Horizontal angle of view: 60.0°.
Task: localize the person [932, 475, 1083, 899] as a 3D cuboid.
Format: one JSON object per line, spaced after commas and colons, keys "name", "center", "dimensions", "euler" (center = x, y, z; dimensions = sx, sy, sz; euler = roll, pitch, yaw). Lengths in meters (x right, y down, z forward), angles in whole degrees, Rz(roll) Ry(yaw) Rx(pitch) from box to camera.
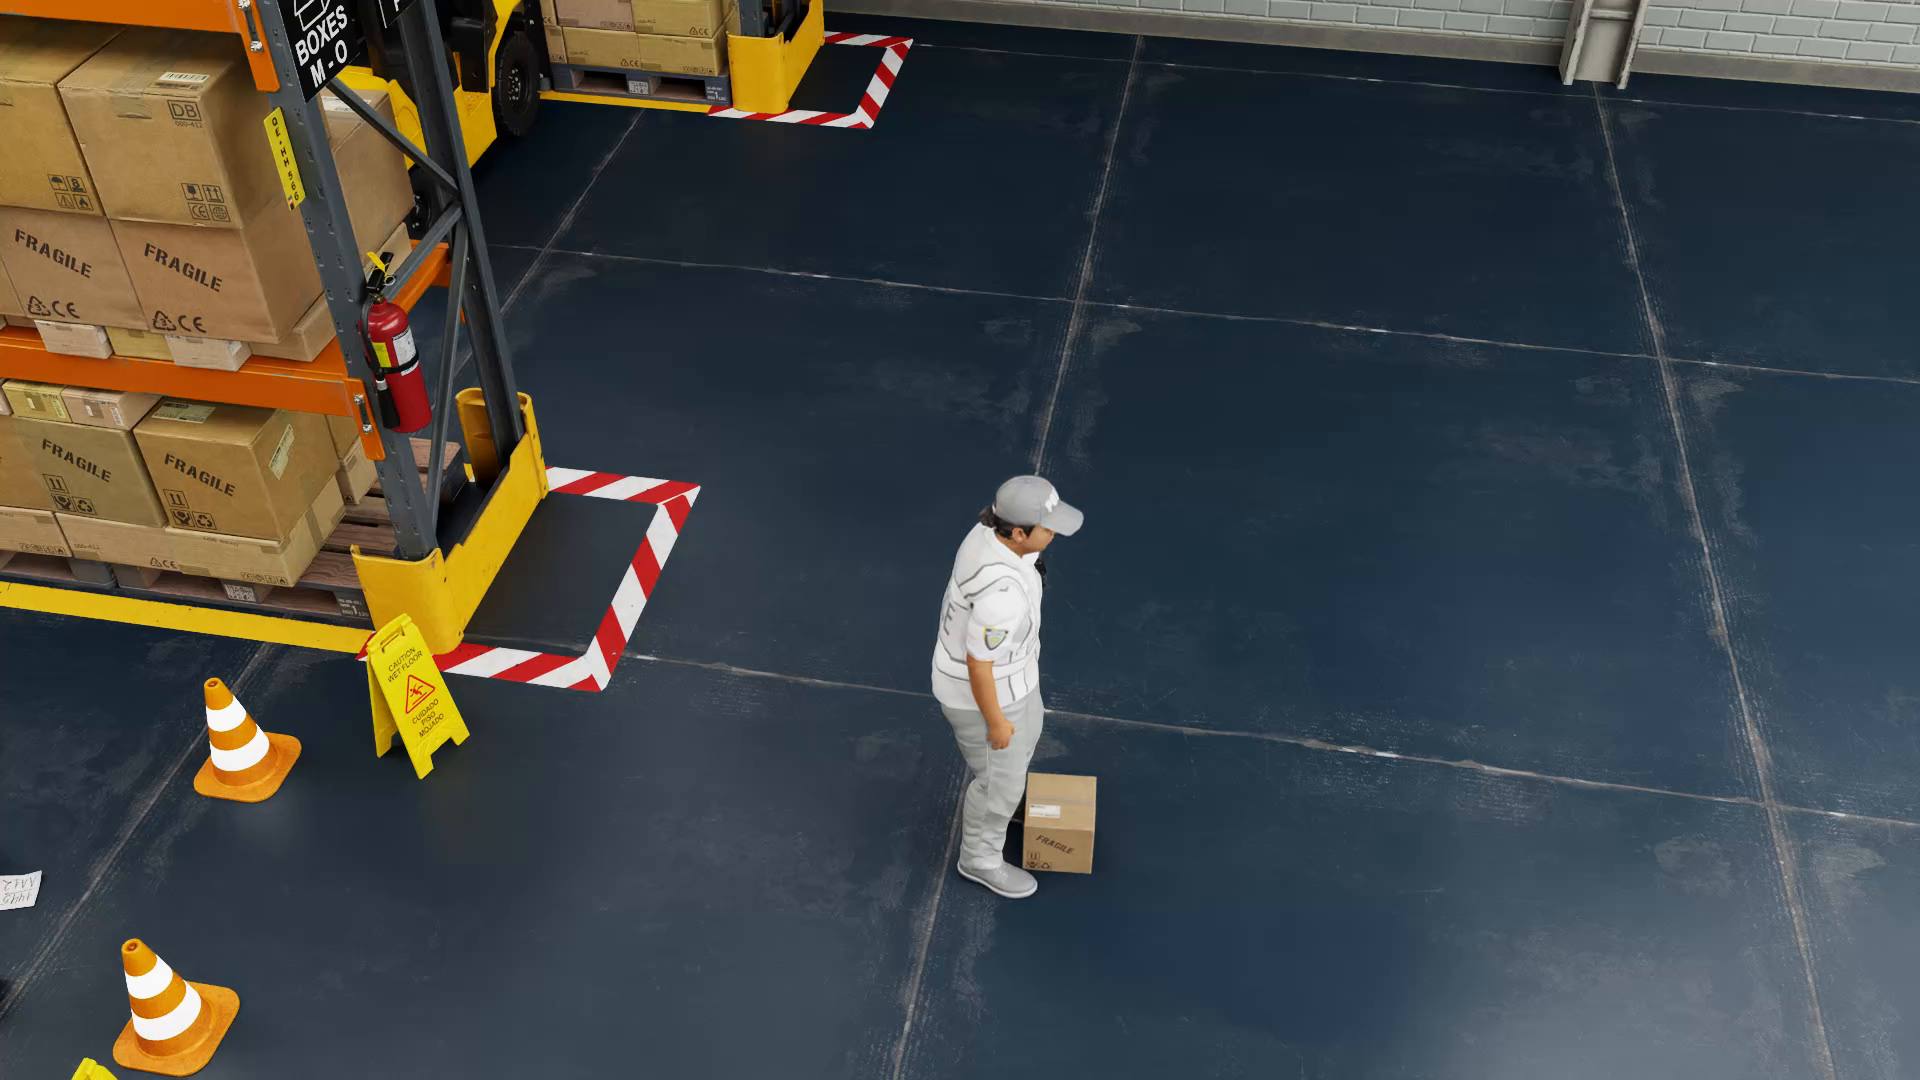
{"name": "person", "center": [0.146, 0.469, 5.609], "dimensions": [0.468, 1.664, 0.552], "euler": [5, 41, 5]}
